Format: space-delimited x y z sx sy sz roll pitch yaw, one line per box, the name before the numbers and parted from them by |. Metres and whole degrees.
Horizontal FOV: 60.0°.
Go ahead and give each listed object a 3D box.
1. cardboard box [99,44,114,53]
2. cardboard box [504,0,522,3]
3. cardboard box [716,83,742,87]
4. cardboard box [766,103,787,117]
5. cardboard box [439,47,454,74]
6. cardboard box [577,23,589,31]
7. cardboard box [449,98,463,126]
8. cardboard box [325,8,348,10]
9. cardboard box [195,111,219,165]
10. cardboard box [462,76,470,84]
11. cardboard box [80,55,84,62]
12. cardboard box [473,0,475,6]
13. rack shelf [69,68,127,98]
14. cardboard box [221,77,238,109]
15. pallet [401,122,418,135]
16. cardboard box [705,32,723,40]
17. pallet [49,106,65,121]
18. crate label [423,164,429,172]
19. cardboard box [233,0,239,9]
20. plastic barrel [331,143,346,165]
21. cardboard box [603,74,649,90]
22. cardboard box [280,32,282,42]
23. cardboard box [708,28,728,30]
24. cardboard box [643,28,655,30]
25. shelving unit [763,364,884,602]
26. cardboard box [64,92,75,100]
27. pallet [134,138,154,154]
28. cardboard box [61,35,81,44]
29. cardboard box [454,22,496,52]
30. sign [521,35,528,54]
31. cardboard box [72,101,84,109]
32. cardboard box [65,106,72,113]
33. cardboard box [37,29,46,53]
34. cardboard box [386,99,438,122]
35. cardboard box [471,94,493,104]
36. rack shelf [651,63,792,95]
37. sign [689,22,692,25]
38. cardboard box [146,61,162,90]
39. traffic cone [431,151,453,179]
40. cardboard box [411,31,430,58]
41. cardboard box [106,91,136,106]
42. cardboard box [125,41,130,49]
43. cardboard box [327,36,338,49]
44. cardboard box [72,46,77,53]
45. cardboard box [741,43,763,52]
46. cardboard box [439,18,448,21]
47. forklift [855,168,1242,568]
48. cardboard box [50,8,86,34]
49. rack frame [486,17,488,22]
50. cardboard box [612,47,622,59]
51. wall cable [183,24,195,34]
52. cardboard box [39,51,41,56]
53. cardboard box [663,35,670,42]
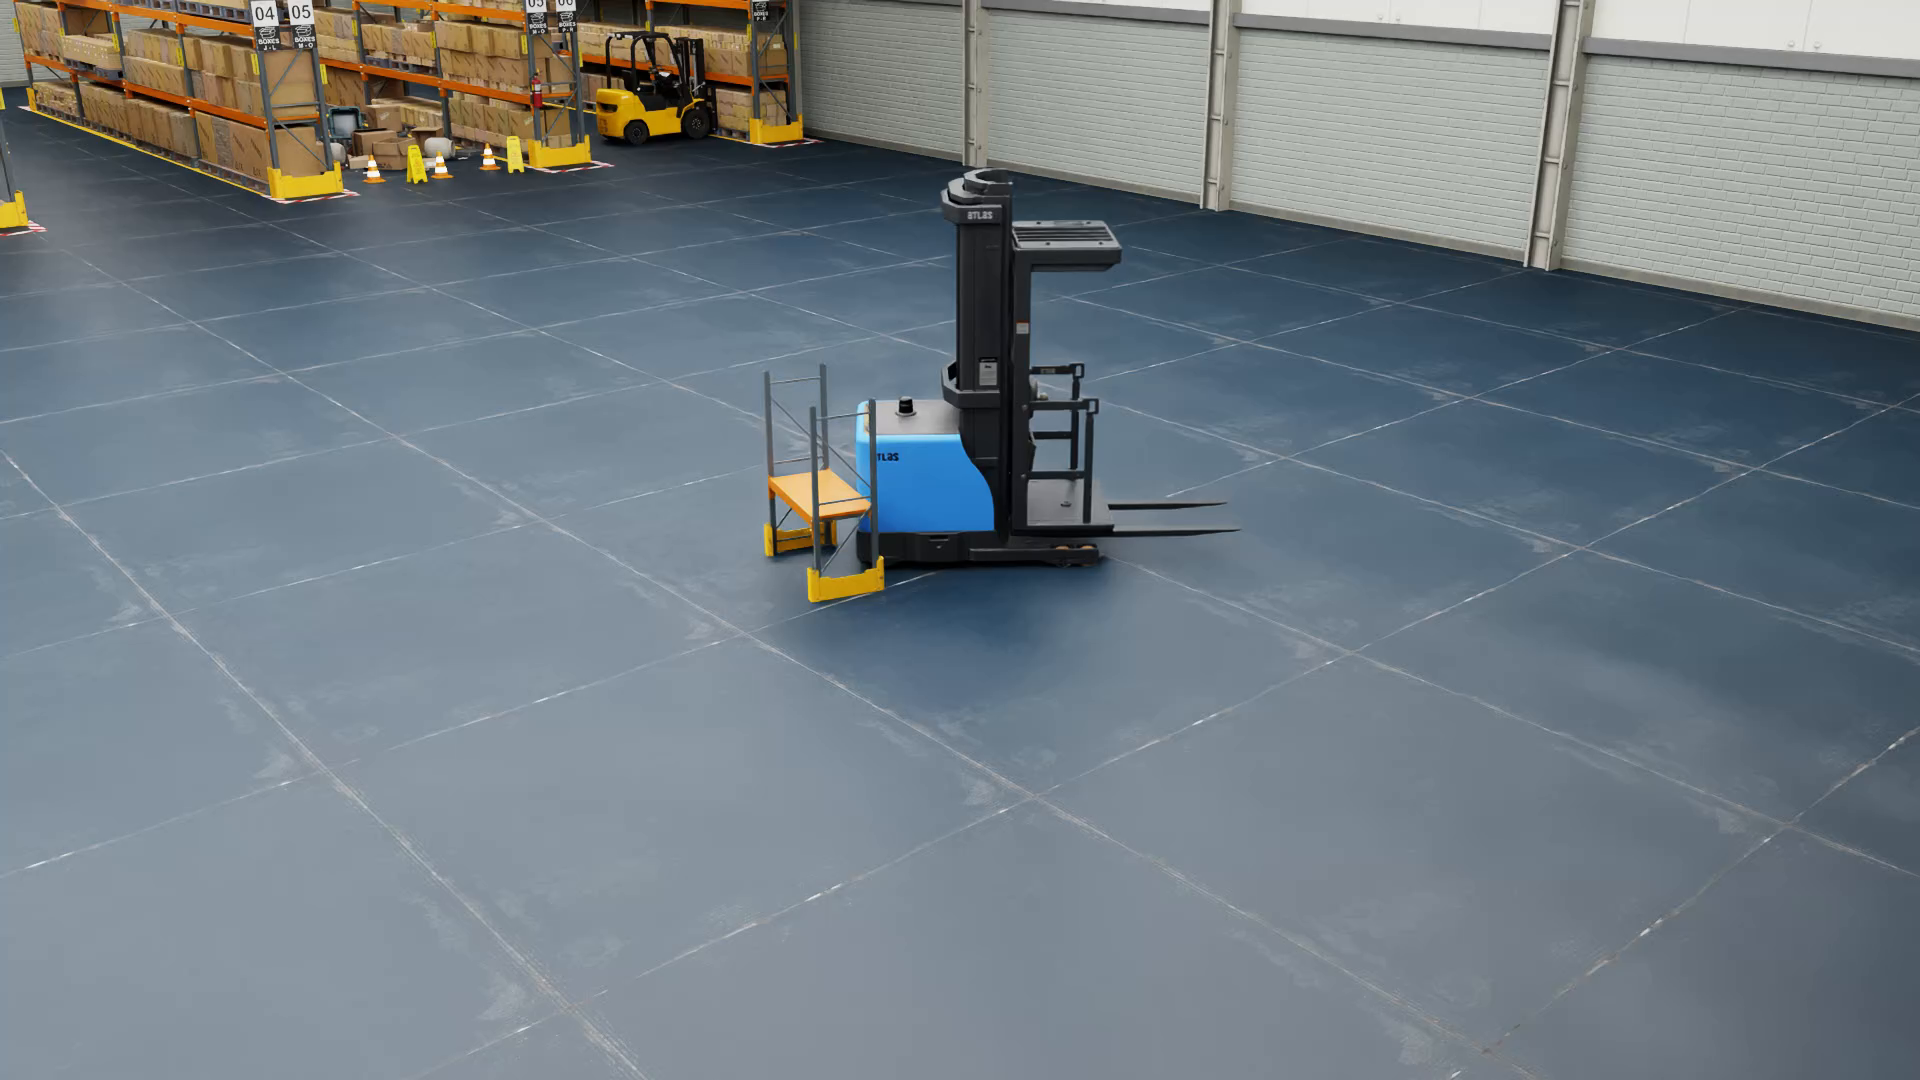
cardboard box | -17.347 -10.048 33.979 0.380 0.149 0.250 -18 28 -38
cardboard box | -8.150 -10.135 30.932 0.500 0.250 0.500 -18 28 -38
cardboard box | -5.001 -9.755 36.100 0.500 0.250 0.500 -18 28 -38
cardboard box | -4.004 -9.103 35.120 0.500 0.250 0.500 -17 27 -36
cardboard box | -10.147 -9.695 33.578 0.500 0.500 0.500 -18 27 -38
cardboard box | -8.916 -12.102 39.244 0.380 0.149 0.250 -17 27 -36
cardboard box | -10.042 -8.735 33.838 0.500 0.500 0.500 -16 26 -35
cardboard box | -14.620 -12.215 39.050 0.500 0.500 0.500 -17 27 -36
cardboard box | -13.549 -7.507 30.875 0.875 0.875 0.875 -17 27 -37
cardboard box | -9.725 -9.217 33.248 0.380 0.149 0.250 -16 27 -36
cardboard box | -18.364 -10.202 35.188 0.380 0.149 0.250 -18 28 -38
cardboard box | -9.198 -10.406 32.170 0.380 0.149 0.250 -17 27 -37
rack shelf | -17.823 -9.814 35.414 1.077 0.370 4.000 -17 27 -37
cardboard box | -12.596 -8.016 29.631 0.875 0.550 0.500 -17 27 -37
pallet | -11.533 -8.951 36.048 1.003 0.211 1.213 -17 27 -37
cardboard box | -5.157 -10.640 35.102 0.380 0.149 0.250 -17 27 -36
pallet | -20.395 -9.918 38.516 1.003 0.211 1.213 -17 27 -37
crate label | -10.049 -6.916 30.953 0.298 0.136 0.250 7 23 18
cardboard box | -11.934 -8.989 27.840 0.380 0.149 0.250 -17 27 -37
plastic barrel | -12.004 -7.343 31.653 0.512 0.421 0.421 0 21 -1
cardboard box | -7.807 -10.535 38.949 0.875 0.625 0.625 -19 28 -40
cardboard box | -16.281 -12.163 40.287 0.500 0.500 0.500 -18 28 -39
cardboard box | -5.216 -10.990 35.995 0.380 0.149 0.250 -18 28 -38
cardboard box | -7.012 -11.599 37.957 0.380 0.149 0.250 -18 28 -38
shelving unit | -1.059 -0.458 12.596 0.587 1.500 1.083 -10 23 -23
cardboard box | -19.923 -10.011 37.449 0.380 0.149 0.250 -18 28 -38
pallet | -16.060 -8.062 33.779 1.003 0.211 1.213 -17 27 -37
cardboard box | -19.220 -10.839 35.997 0.380 0.149 0.250 -16 26 -35
cardboard box | -9.476 -9.884 32.689 0.700 0.500 0.500 -18 28 -39
sign | -8.045 -9.152 30.717 0.100 0.325 0.005 -17 27 -37
cardboard box | -19.575 -9.720 37.112 0.380 0.149 0.250 -17 27 -36
cardboard box | -19.971 -9.746 37.588 0.380 0.149 0.250 -19 28 -39
cardboard box | -20.640 -11.382 37.887 0.500 0.500 0.500 -18 28 -39
cardboard box | -11.985 -9.414 36.435 0.950 0.372 0.625 -18 28 -38
cardboard box | -9.491 -8.773 33.046 0.380 0.149 0.250 -16 26 -34
rack shelf | -5.159 -9.993 35.871 1.077 0.370 4.000 -17 27 -37
sign | -6.046 -11.453 37.316 0.100 0.325 0.005 -17 27 -37
cardboard box | -15.443 -9.037 32.308 0.500 0.500 0.500 -18 28 -38
traffic cone | -9.489 -6.865 30.376 0.336 0.463 0.334 -17 27 -37
cardboard box | -11.023 -10.288 34.517 0.500 0.500 0.500 -17 27 -37
cardboard box | -17.501 -9.241 34.787 0.500 0.250 0.500 -17 27 -37
cardboard box | -17.179 -10.342 34.728 0.380 0.149 0.250 -19 28 -40
cardboard box | -14.030 -11.316 37.784 0.500 0.250 0.500 -18 28 -39
cardboard box | -18.711 -10.486 35.505 0.380 0.149 0.250 -19 28 -40
cardboard box | -4.293 -10.153 34.266 0.380 0.149 0.250 -17 27 -37
cardboard box | -13.543 -13.796 44.393 0.500 0.250 0.500 -18 28 -38
forklift | 0.694 -1.342 12.892 3.031 2.935 1.130 -1 21 -2
cardboard box | -19.641 -11.418 36.606 0.500 0.500 0.500 -19 28 -39
rack frame | -11.687 -13.091 42.793 1.000 3.000 0.127 -17 27 -37
cardboard box | -7.625 -11.169 38.094 0.500 0.250 0.500 -17 27 -37
wall cable | -21.754 -15.053 46.368 0.585 1.953 0.123 -17 27 -37
cardboard box | -21.171 -11.336 38.657 0.380 0.149 0.250 -16 26 -35
cardboard box | -6.286 -11.007 36.447 0.380 0.149 0.250 -17 27 -36
